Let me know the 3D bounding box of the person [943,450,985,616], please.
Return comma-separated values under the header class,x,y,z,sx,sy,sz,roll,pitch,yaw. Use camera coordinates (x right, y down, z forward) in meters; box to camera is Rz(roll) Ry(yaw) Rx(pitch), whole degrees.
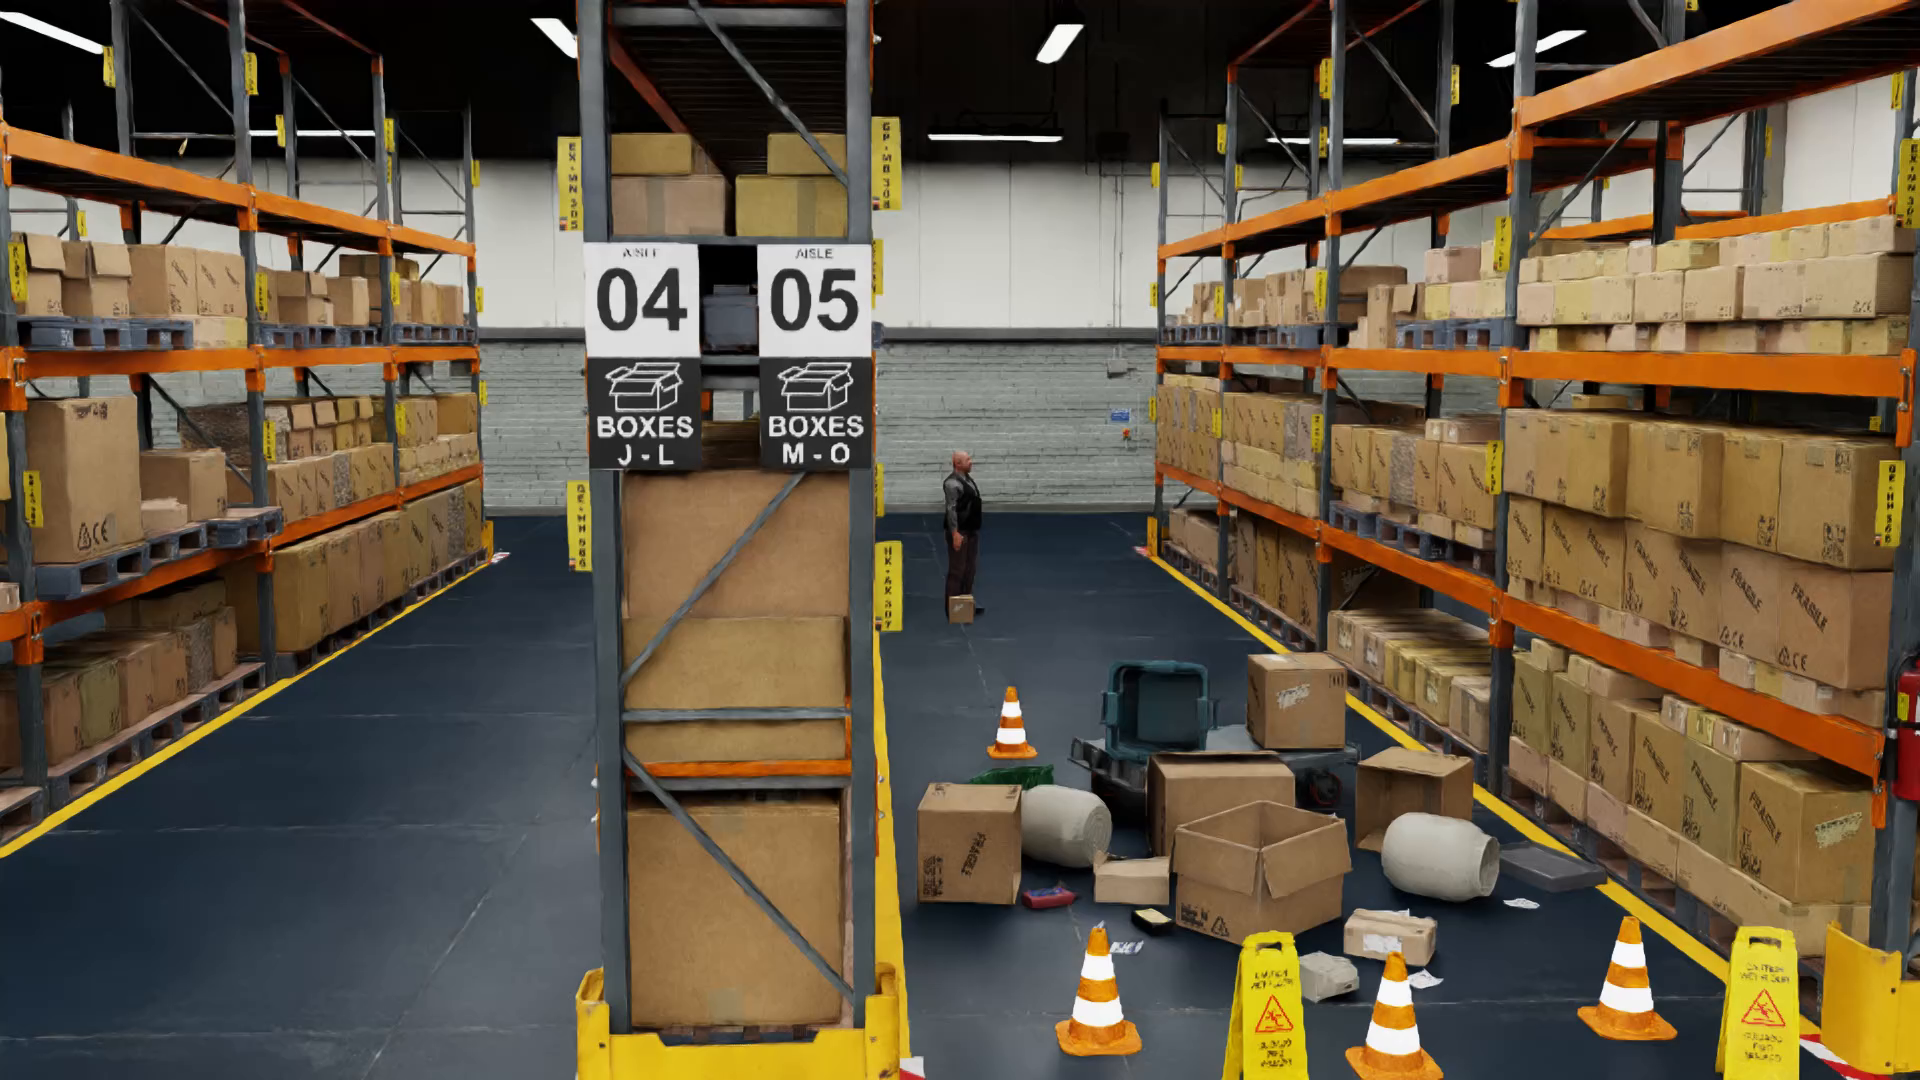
class,x,y,z,sx,sy,sz,roll,pitch,yaw
person,0.026,-0.076,17.327,0.358,1.726,0.567,3,7,20
